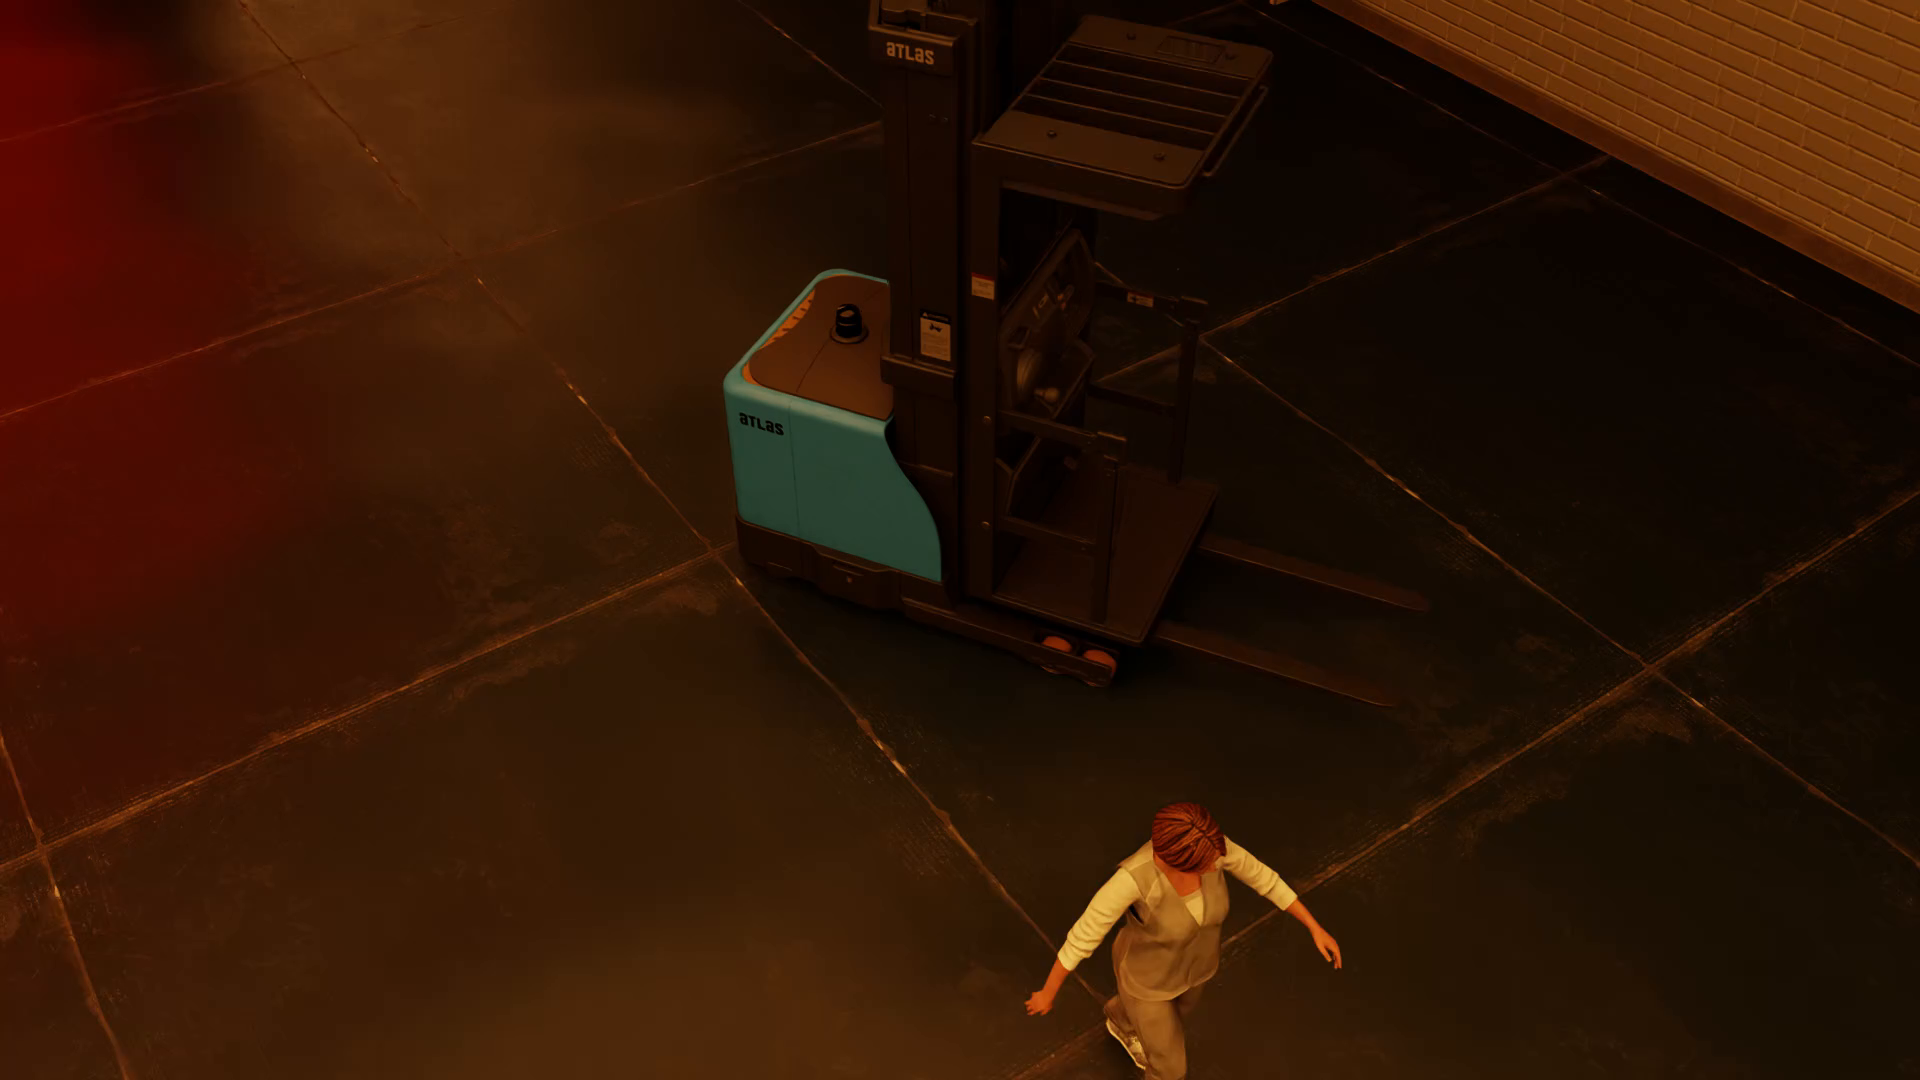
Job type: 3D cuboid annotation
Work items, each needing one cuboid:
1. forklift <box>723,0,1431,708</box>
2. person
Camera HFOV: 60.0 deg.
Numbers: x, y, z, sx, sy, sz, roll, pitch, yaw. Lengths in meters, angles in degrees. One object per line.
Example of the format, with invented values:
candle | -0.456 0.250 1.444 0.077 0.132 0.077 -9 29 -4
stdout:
forklift | 0.539 -0.855 6.643 3.031 2.935 1.130 17 45 17
person | 0.650 1.390 5.232 0.826 1.573 0.701 -26 48 -25
